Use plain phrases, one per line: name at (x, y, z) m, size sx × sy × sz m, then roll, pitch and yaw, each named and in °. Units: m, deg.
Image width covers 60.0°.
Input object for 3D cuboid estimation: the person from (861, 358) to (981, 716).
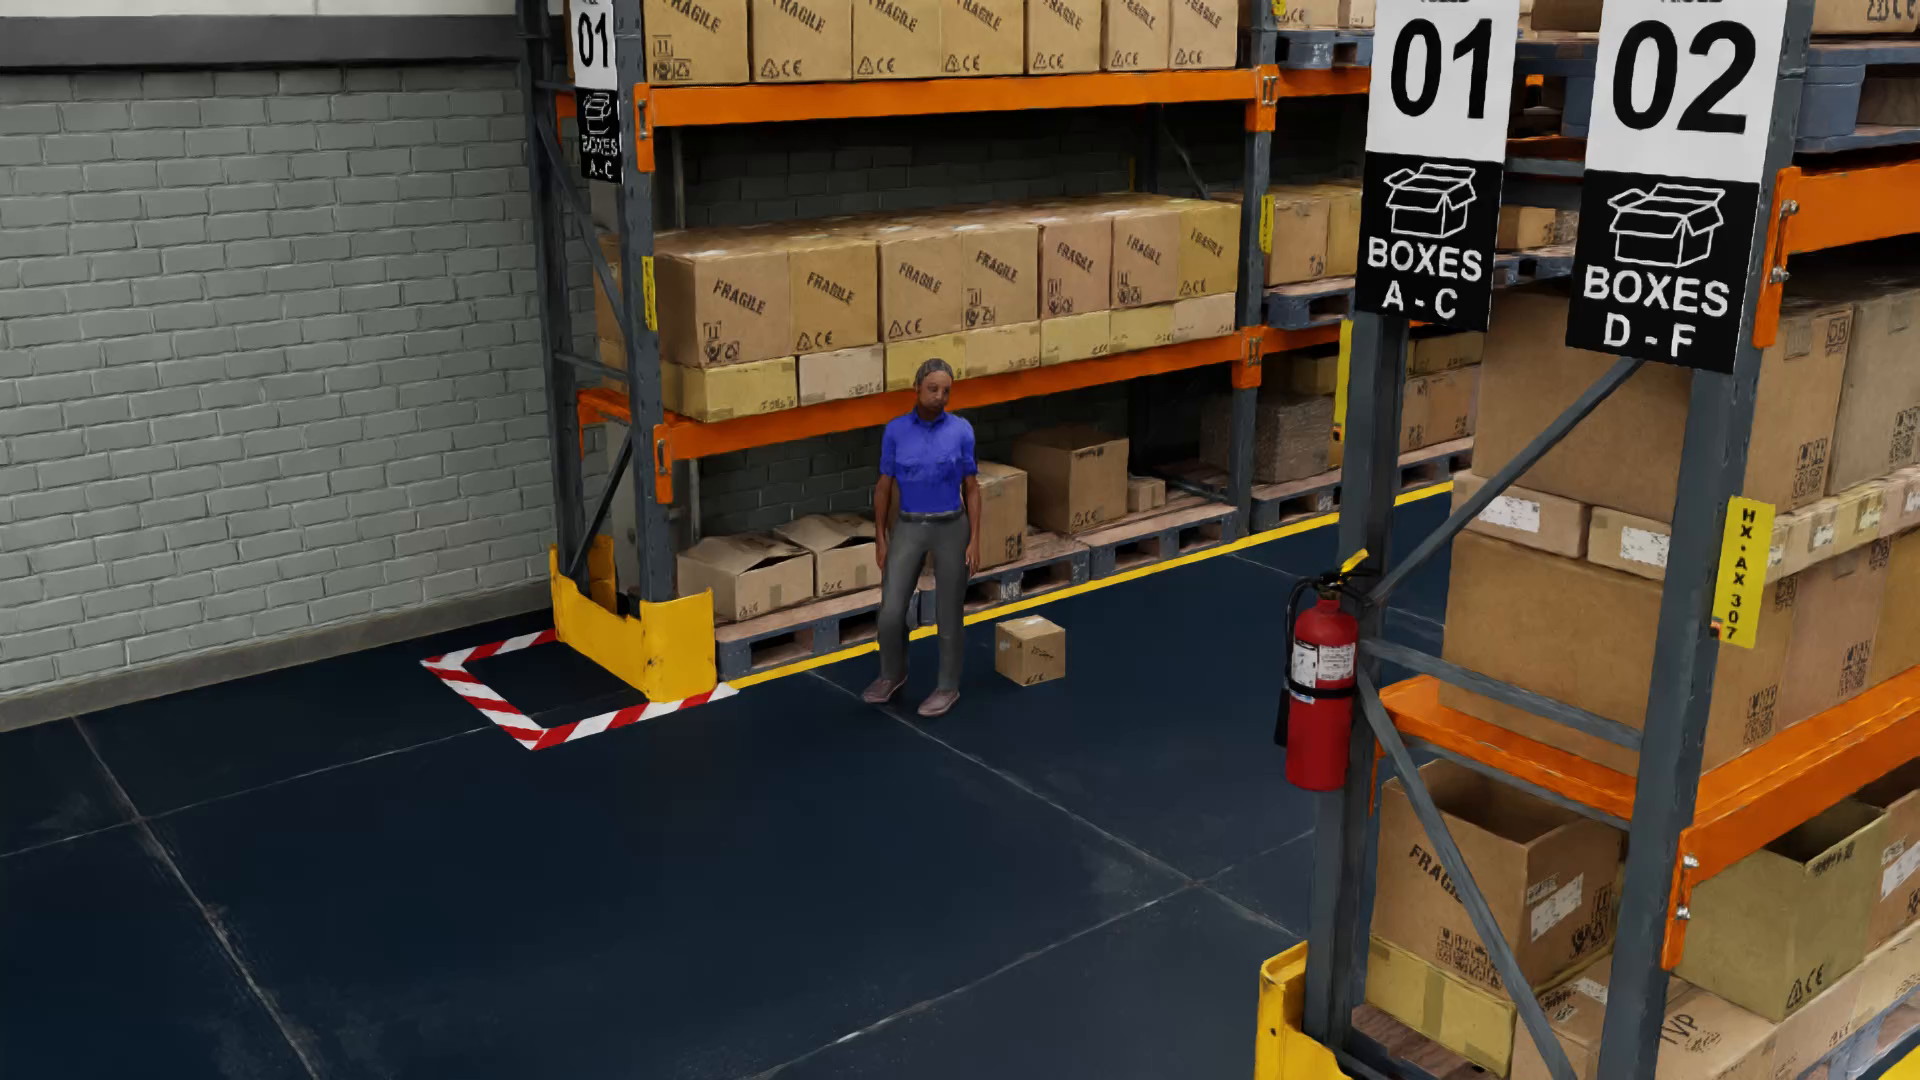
person at (-0.183, -0.001, 7.552) m, size 0.554 × 1.643 × 0.353 m, roll 0°, pitch 18°, yaw 1°
